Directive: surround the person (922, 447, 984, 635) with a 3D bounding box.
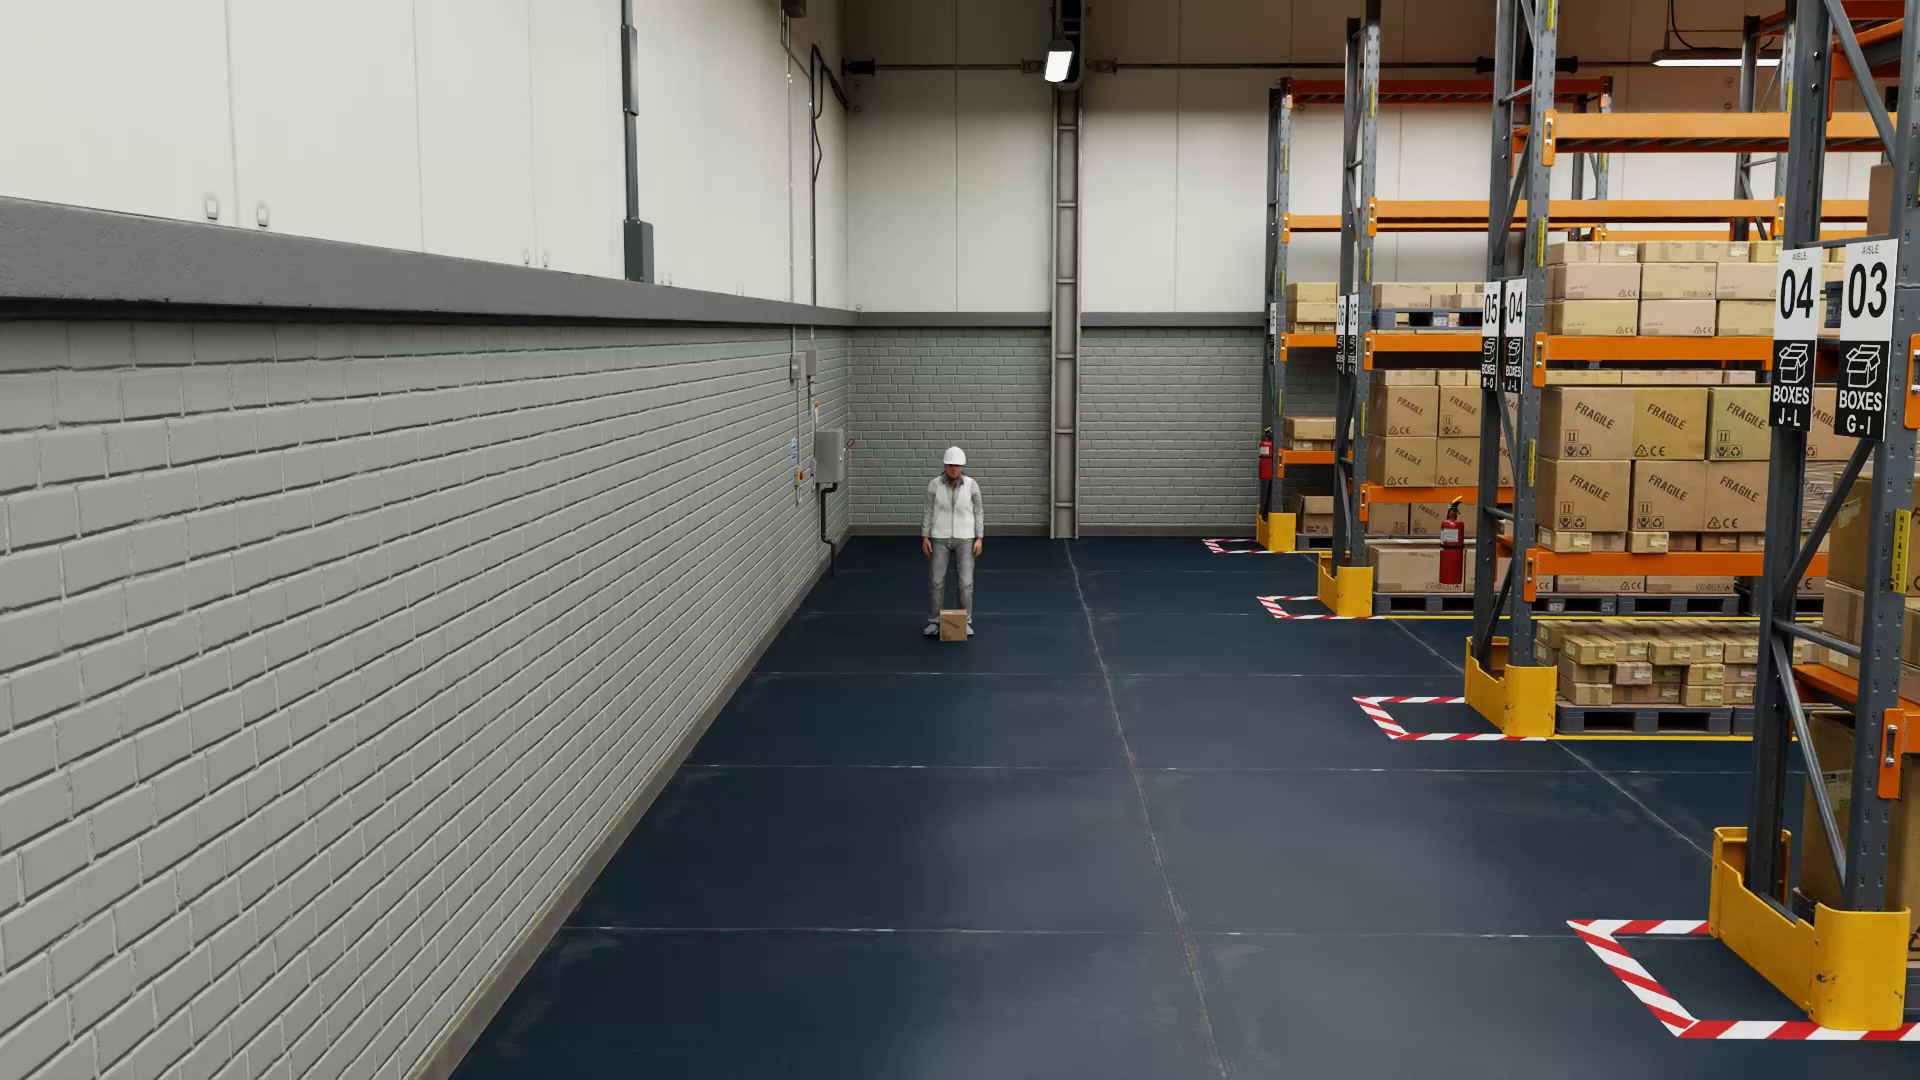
[{"bbox_3d":[-0.069,0.005,15.617,0.580,1.771,0.463,0,7,1],"label":"person"}]
